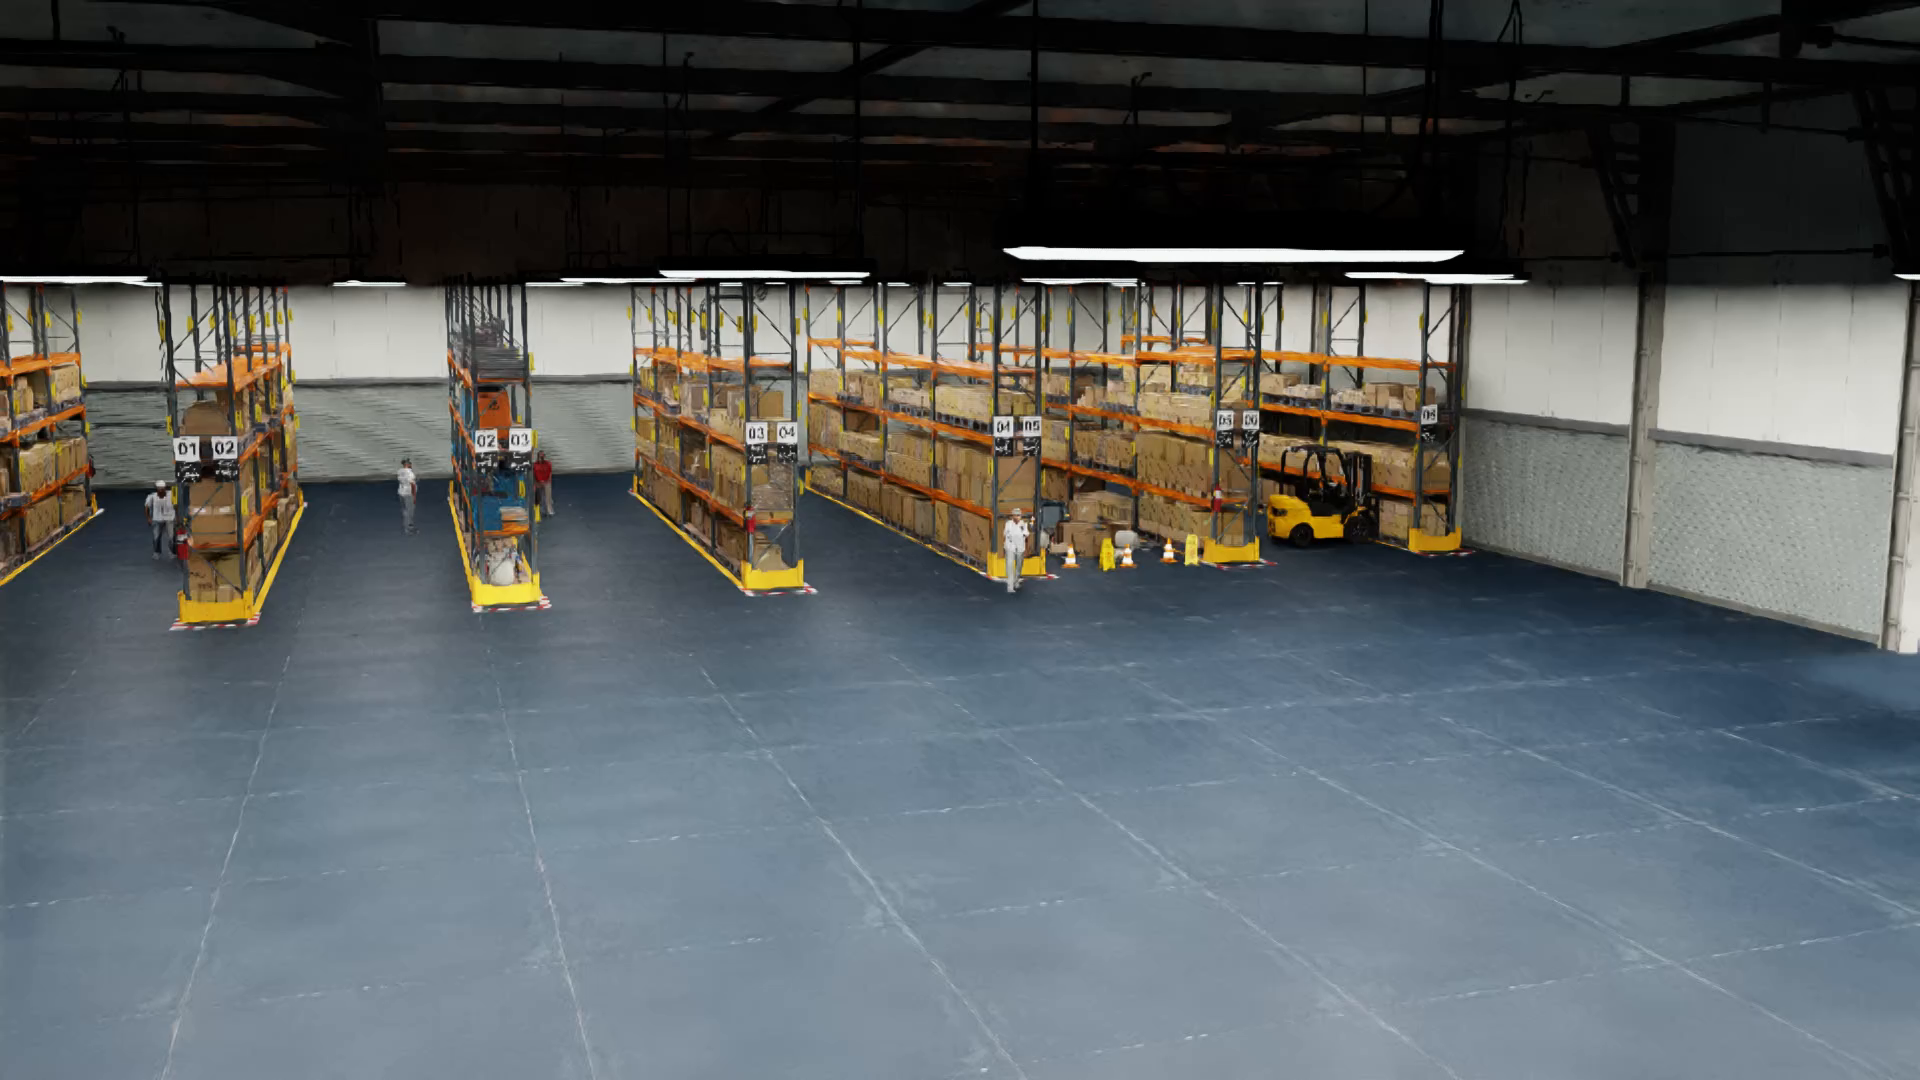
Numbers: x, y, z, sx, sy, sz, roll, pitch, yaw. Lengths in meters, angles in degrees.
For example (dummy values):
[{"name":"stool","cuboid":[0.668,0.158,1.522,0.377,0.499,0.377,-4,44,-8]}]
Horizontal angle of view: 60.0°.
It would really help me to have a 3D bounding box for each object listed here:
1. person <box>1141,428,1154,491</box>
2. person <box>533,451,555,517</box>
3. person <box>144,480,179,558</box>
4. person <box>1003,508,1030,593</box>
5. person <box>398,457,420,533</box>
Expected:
[{"name":"person","cuboid":[5.400,-2.262,47.100,0.519,1.811,0.610,0,9,-2]},{"name":"person","cuboid":[-10.532,-1.424,41.888,0.547,1.641,1.115,-3,9,-20]},{"name":"person","cuboid":[-16.930,-0.437,35.349,0.718,1.714,0.578,-3,9,-19]},{"name":"person","cuboid":[1.070,0.179,31.528,0.477,1.597,0.994,-1,9,-9]},{"name":"person","cuboid":[-12.995,-1.069,39.255,0.593,1.758,0.468,7,11,40]}]
